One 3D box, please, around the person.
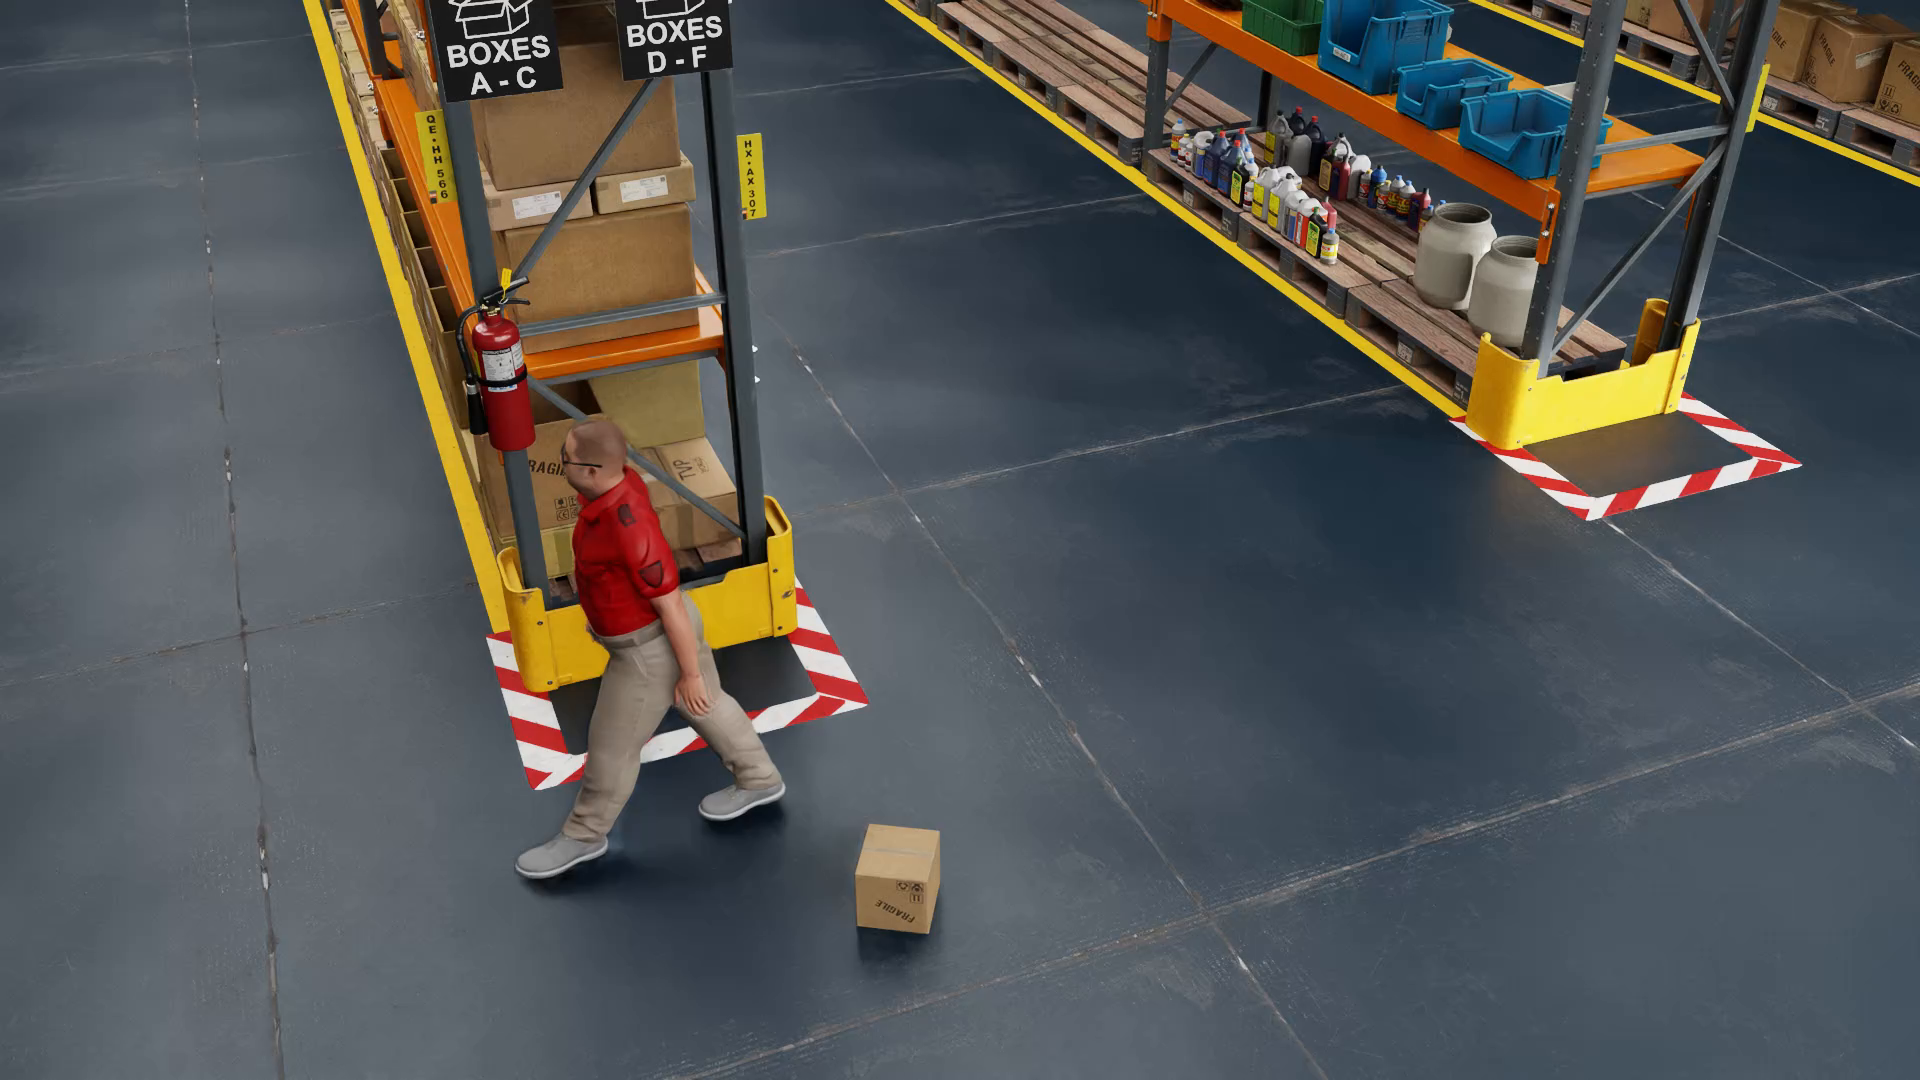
[{"bbox_3d":[-1.118,0.329,5.644,0.965,1.668,0.586,-5,34,-7],"label":"person"}]
